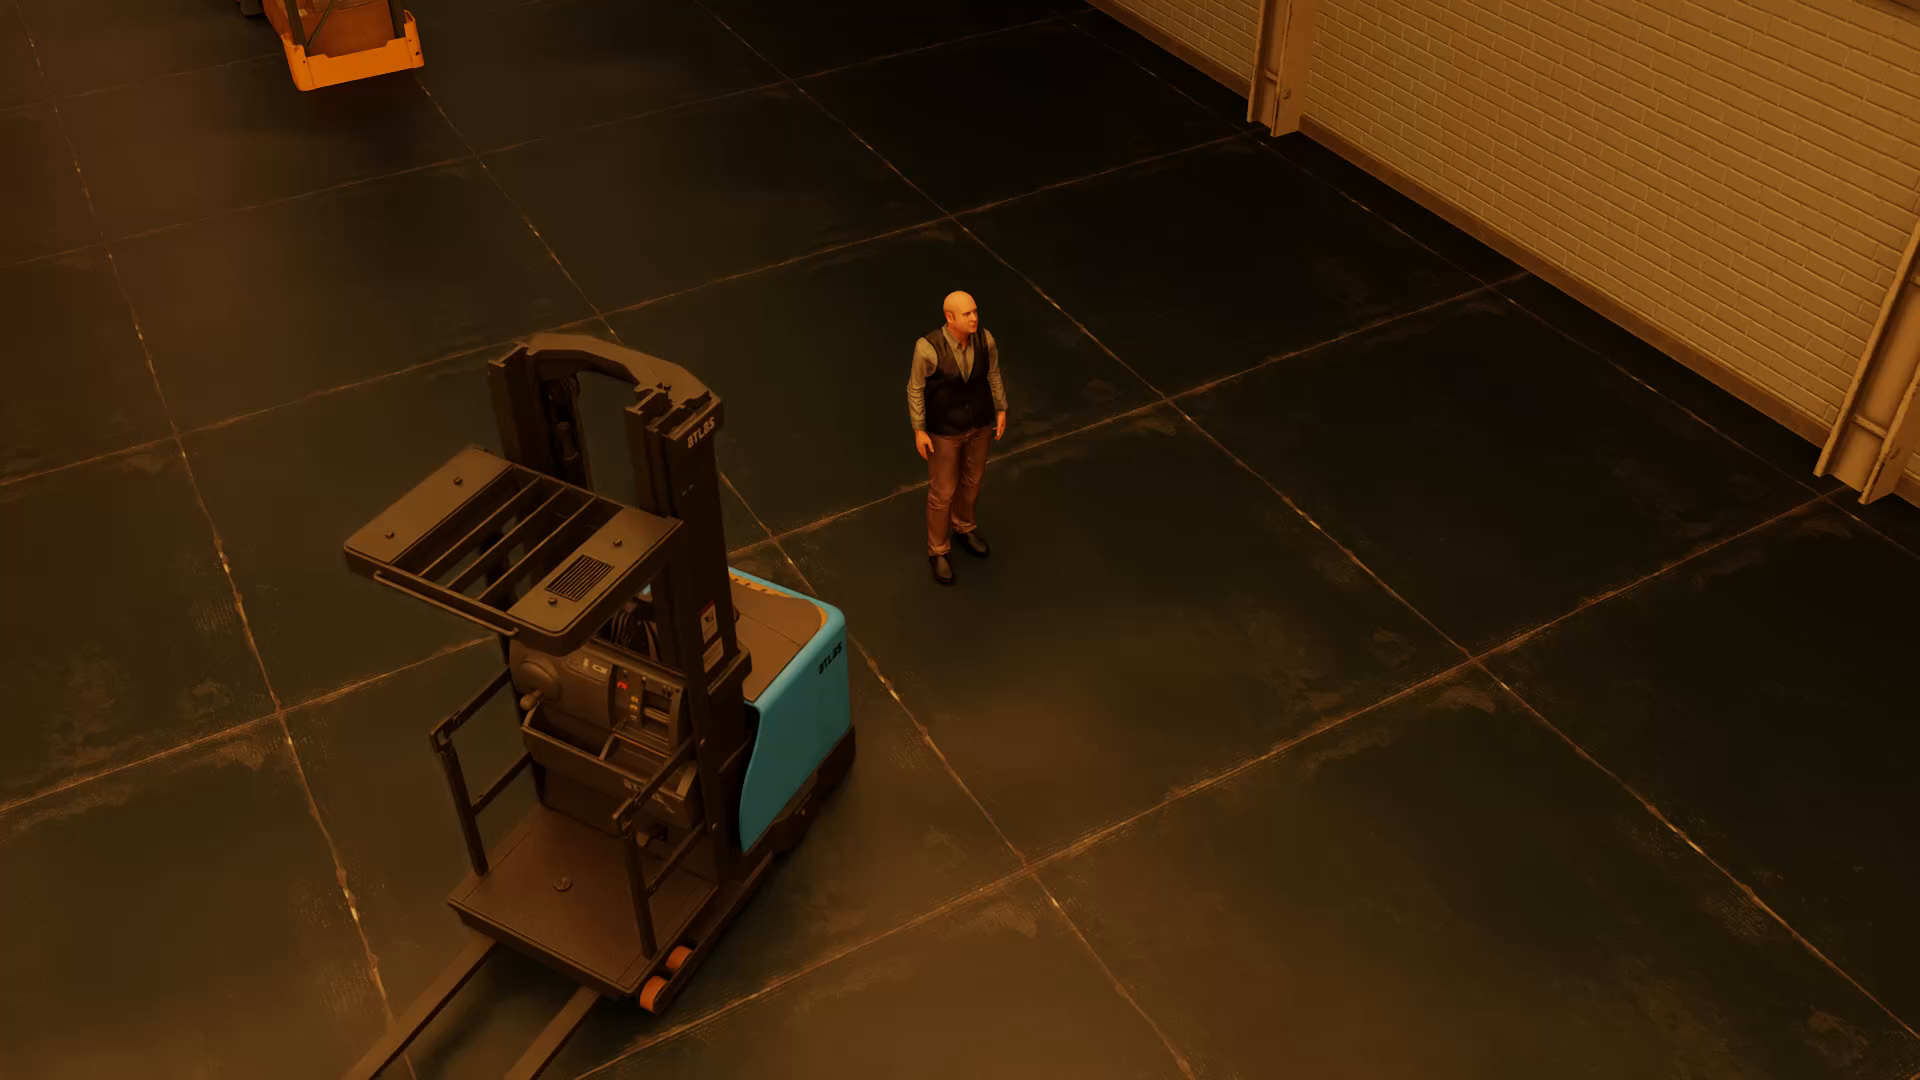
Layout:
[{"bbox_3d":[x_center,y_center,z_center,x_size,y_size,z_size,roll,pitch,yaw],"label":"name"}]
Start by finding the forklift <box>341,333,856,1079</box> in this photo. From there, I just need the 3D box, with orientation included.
[{"bbox_3d":[-1.703,0.722,7.166,1.130,2.935,3.031,19,43,22],"label":"forklift"}]

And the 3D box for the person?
[{"bbox_3d":[0.024,-0.632,9.733,0.632,1.720,0.568,-20,44,-23],"label":"person"}]
